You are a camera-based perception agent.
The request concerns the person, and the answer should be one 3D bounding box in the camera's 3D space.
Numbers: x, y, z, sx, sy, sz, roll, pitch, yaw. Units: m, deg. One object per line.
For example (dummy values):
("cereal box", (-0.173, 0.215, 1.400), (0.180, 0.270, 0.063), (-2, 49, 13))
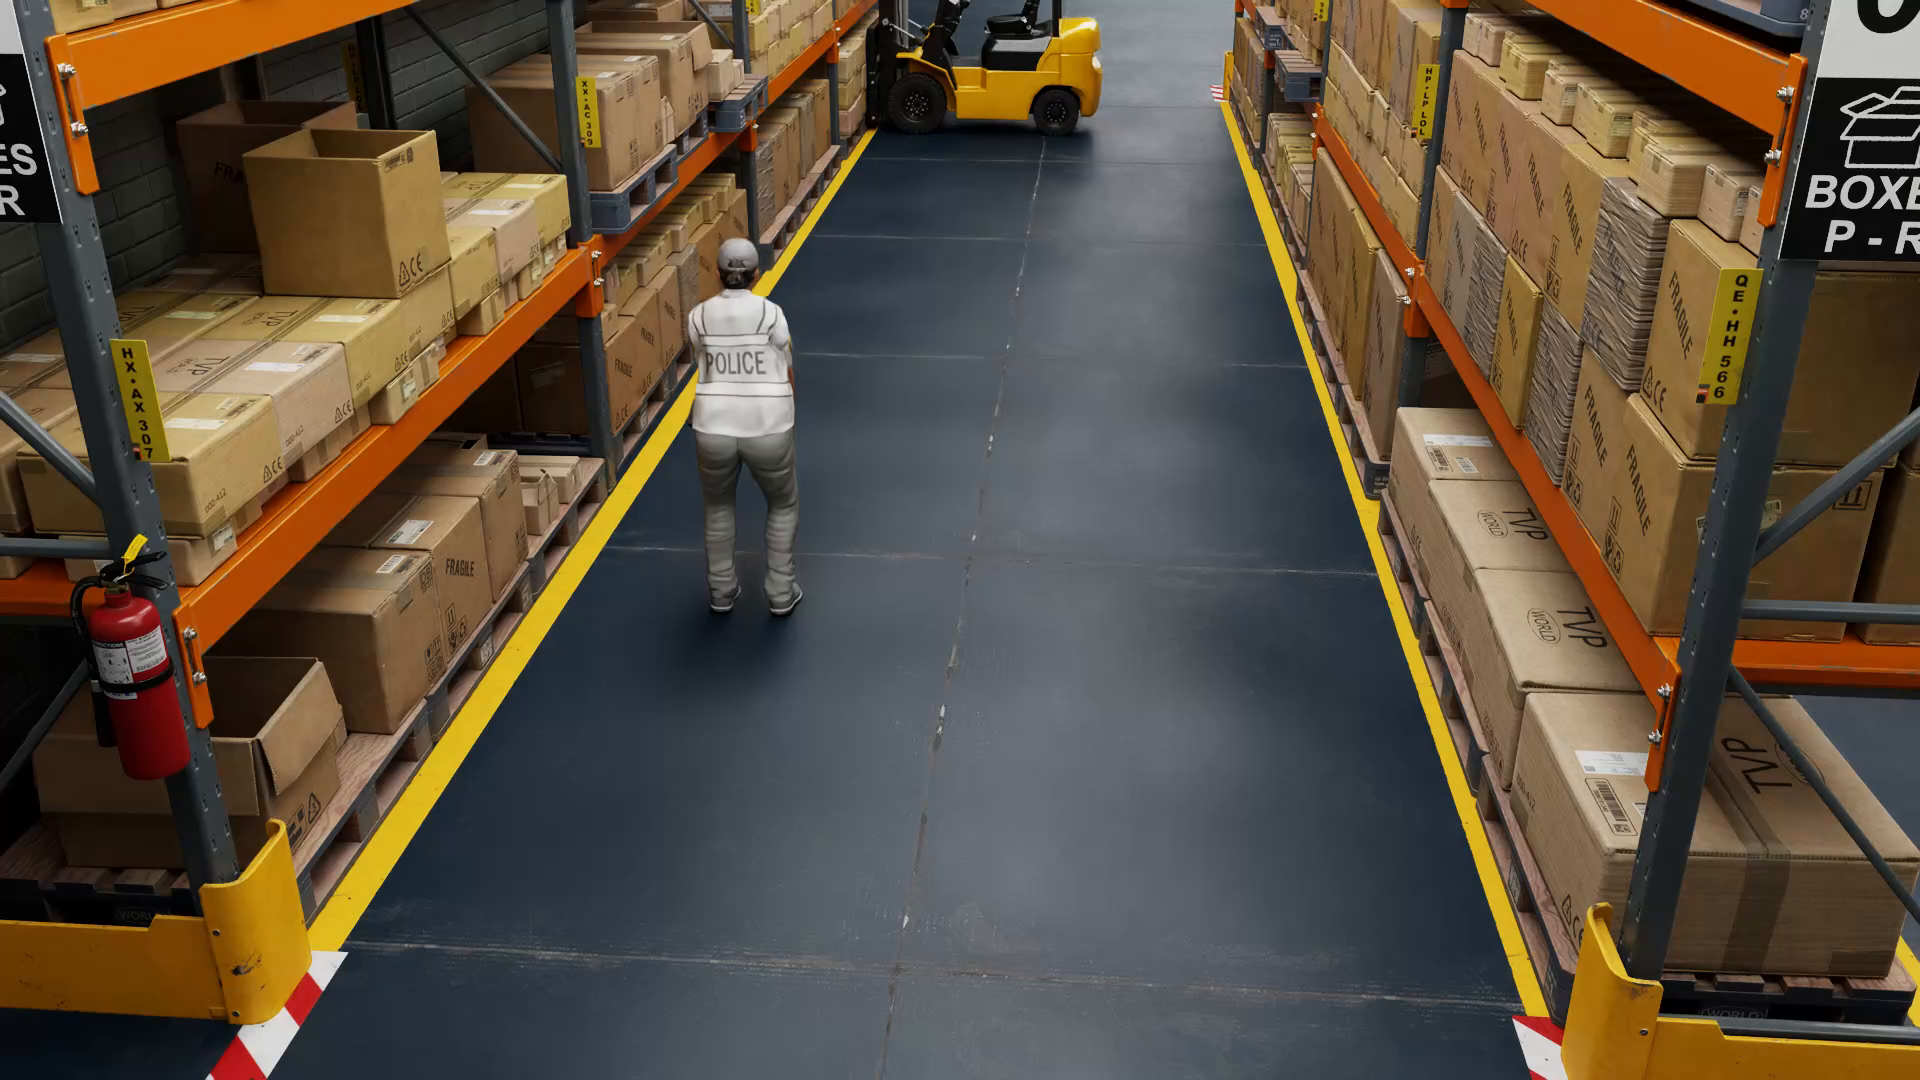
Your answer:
("person", (-0.925, -0.481, 7.194), (0.452, 1.638, 0.581), (1, 25, 3))
